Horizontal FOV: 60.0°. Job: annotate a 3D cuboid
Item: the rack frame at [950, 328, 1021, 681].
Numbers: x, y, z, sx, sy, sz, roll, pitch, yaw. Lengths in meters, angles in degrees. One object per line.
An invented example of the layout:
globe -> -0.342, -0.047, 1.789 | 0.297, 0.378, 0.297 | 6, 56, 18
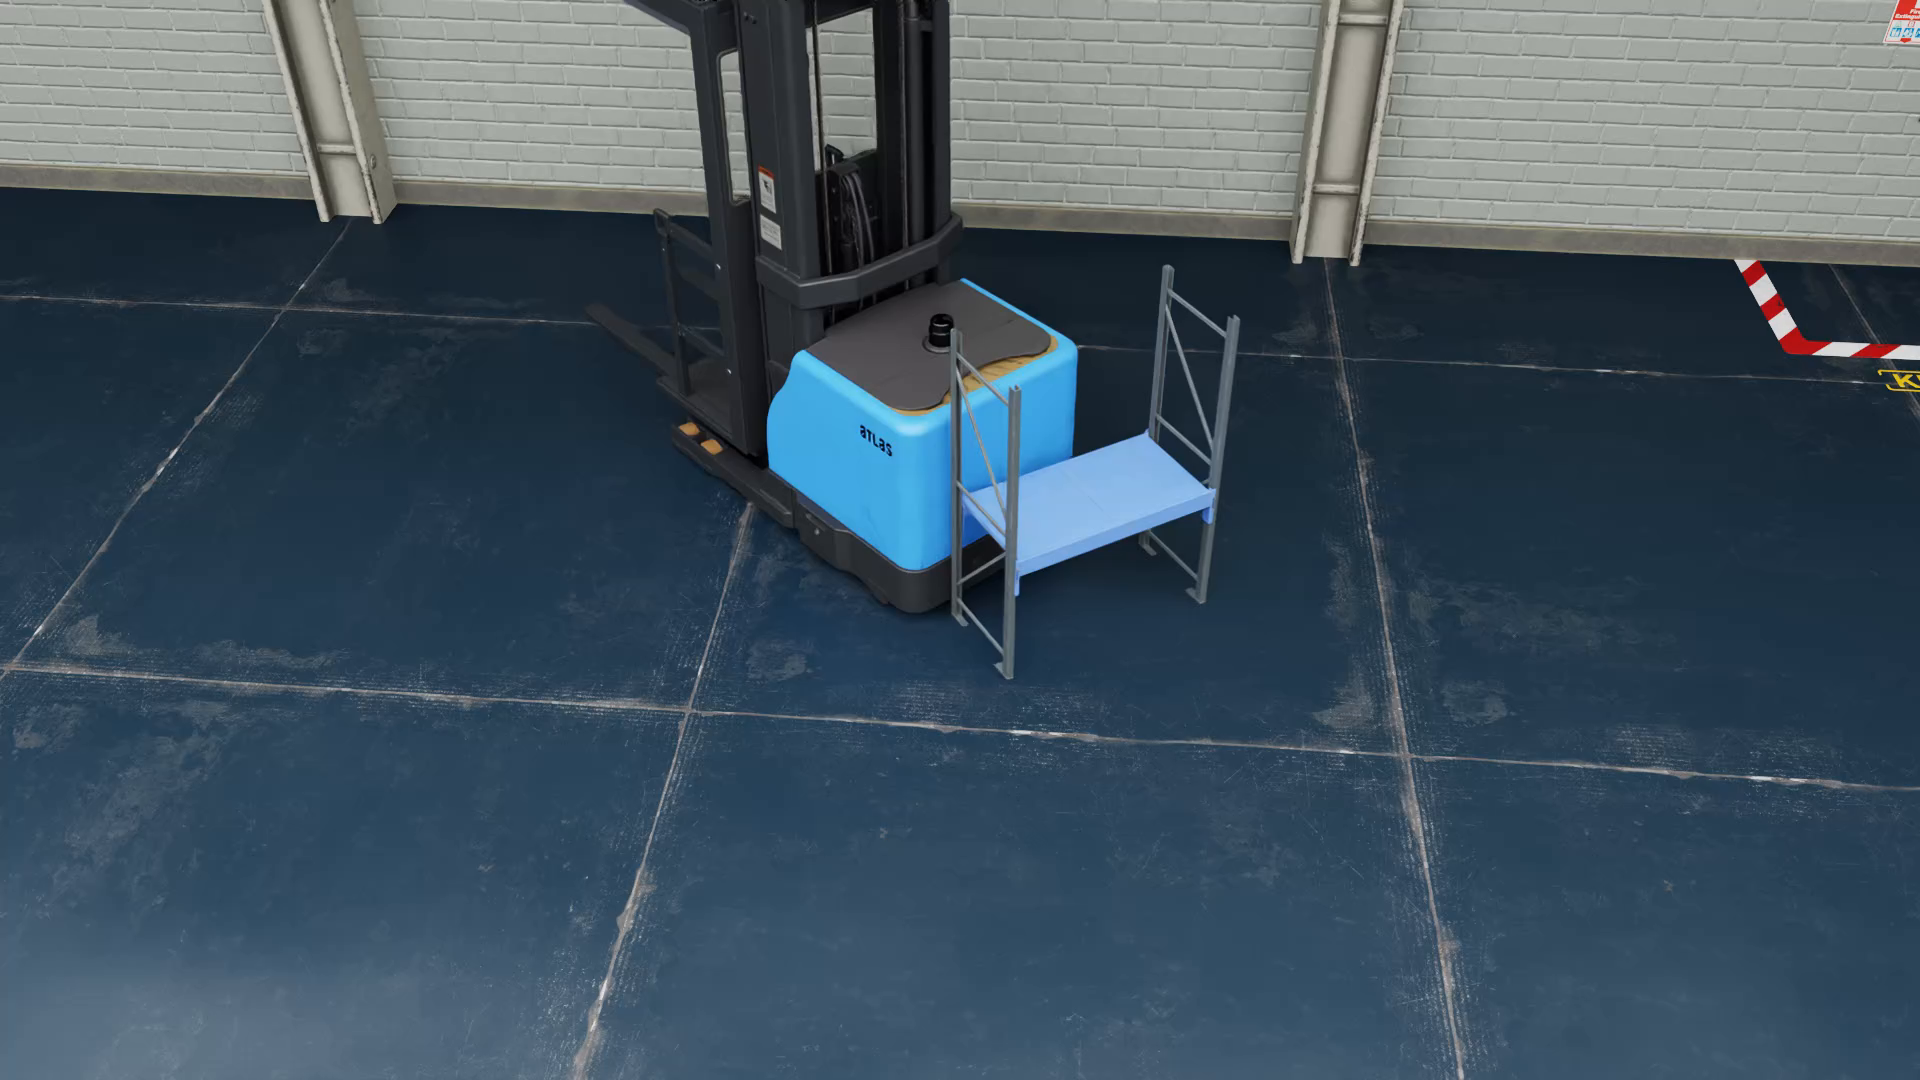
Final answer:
rack frame -> 0.096, -0.116, 6.875 | 0.032, 1.500, 0.500 | -20, 43, -22

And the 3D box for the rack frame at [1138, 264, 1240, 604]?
rack frame -> 0.982, -0.430, 7.261 | 0.032, 1.500, 0.500 | -20, 43, -22

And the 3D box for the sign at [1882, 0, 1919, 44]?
sign -> 5.178, -2.849, 9.016 | 0.234, 0.329, 0.001 | 3, 39, 4

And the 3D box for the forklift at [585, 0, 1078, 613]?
forklift -> -0.814, -1.663, 7.641 | 1.130, 2.935, 3.031 | -29, 47, -31

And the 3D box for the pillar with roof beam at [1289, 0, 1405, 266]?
pillar with roof beam -> 1.830, -2.528, 3.897 | 0.400, 9.000, 9.100 | 3, 39, 4

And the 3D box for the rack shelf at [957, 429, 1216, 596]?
rack shelf -> 0.539, -0.134, 7.182 | 1.000, 0.185, 0.538 | -20, 43, -22

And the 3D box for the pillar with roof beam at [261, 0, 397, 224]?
pillar with roof beam -> -4.148, -2.854, 4.299 | 0.400, 9.000, 9.100 | 3, 39, 4

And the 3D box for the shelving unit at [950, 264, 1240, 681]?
shelving unit -> 0.539, -0.273, 7.068 | 1.048, 1.500, 0.538 | -20, 43, -22
